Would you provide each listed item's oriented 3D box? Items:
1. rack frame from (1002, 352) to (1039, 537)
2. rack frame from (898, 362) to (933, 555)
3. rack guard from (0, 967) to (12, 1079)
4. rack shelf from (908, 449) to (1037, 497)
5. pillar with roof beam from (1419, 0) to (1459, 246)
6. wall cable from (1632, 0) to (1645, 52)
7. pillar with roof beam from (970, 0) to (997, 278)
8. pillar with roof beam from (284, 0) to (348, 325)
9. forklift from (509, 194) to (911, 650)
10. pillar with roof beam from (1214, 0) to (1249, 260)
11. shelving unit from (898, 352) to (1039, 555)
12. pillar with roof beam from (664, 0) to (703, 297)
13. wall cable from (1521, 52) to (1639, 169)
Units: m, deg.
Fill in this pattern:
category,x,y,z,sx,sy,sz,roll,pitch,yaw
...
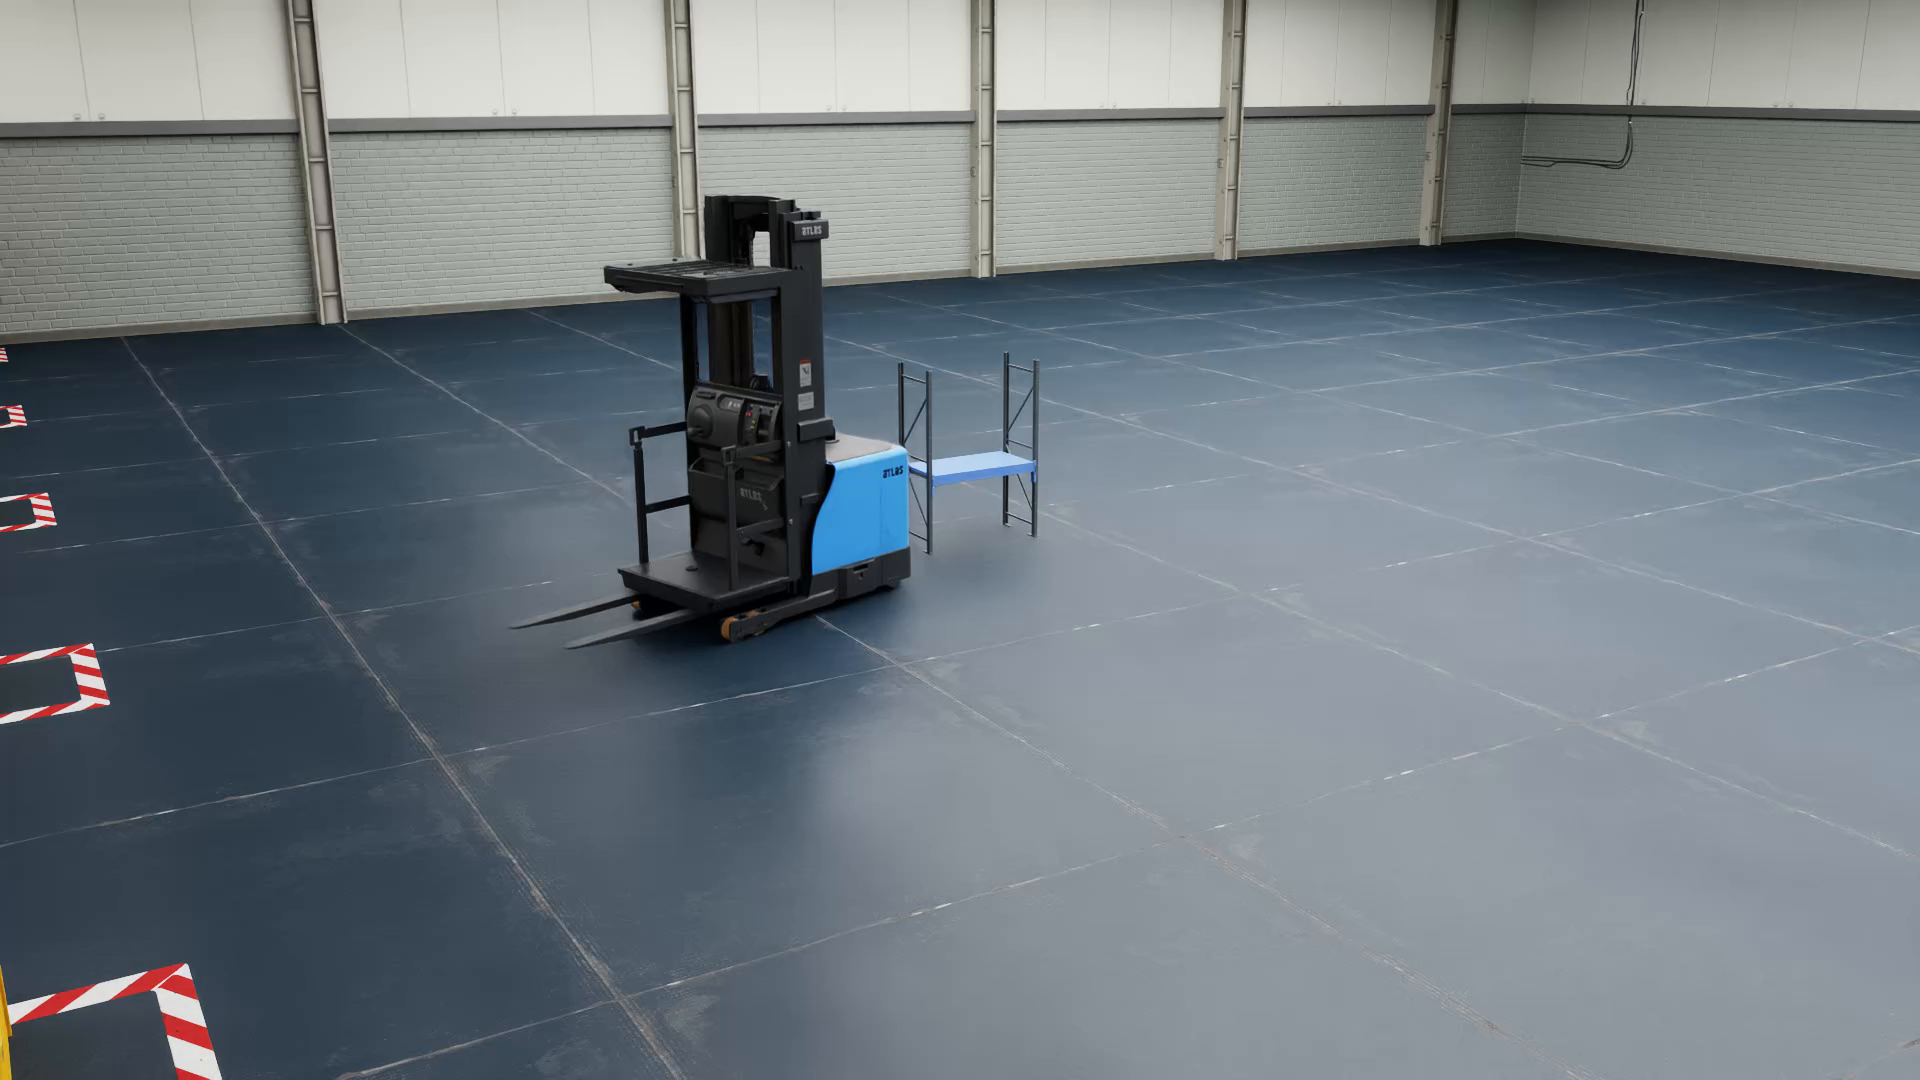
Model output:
category,x,y,z,sx,sy,sz,roll,pitch,yaw
rack frame,0.509,-0.805,14.002,0.032,1.500,0.500,-9,18,-30
rack frame,-0.363,-0.663,13.498,0.032,1.500,0.500,-9,18,-30
rack guard,-3.753,1.900,6.205,0.348,0.500,1.175,-9,18,-30
rack shelf,0.073,-0.561,13.798,1.000,0.185,0.538,-9,18,-30
pillar with roof beam,12.945,-10.086,33.219,0.400,9.000,9.100,-9,18,-30
wall cable,15.328,-11.496,34.646,0.112,2.526,3.097,-9,18,-30
pillar with roof beam,2.659,-8.418,27.268,0.400,9.000,9.100,-9,18,-30
pillar with roof beam,-7.627,-6.750,21.318,0.400,9.000,9.100,-9,18,-30
forklift,-1.735,-0.866,11.568,1.130,2.935,3.031,14,21,40
pillar with roof beam,7.802,-9.252,30.244,0.400,9.000,9.100,-9,18,-30
shelving unit,0.073,-0.734,13.750,1.048,1.500,0.538,-9,18,-30
pillar with roof beam,-2.484,-7.584,24.293,0.400,9.000,9.100,-9,18,-30
wall cable,13.934,-9.691,37.561,0.112,2.526,3.097,-9,18,-30
